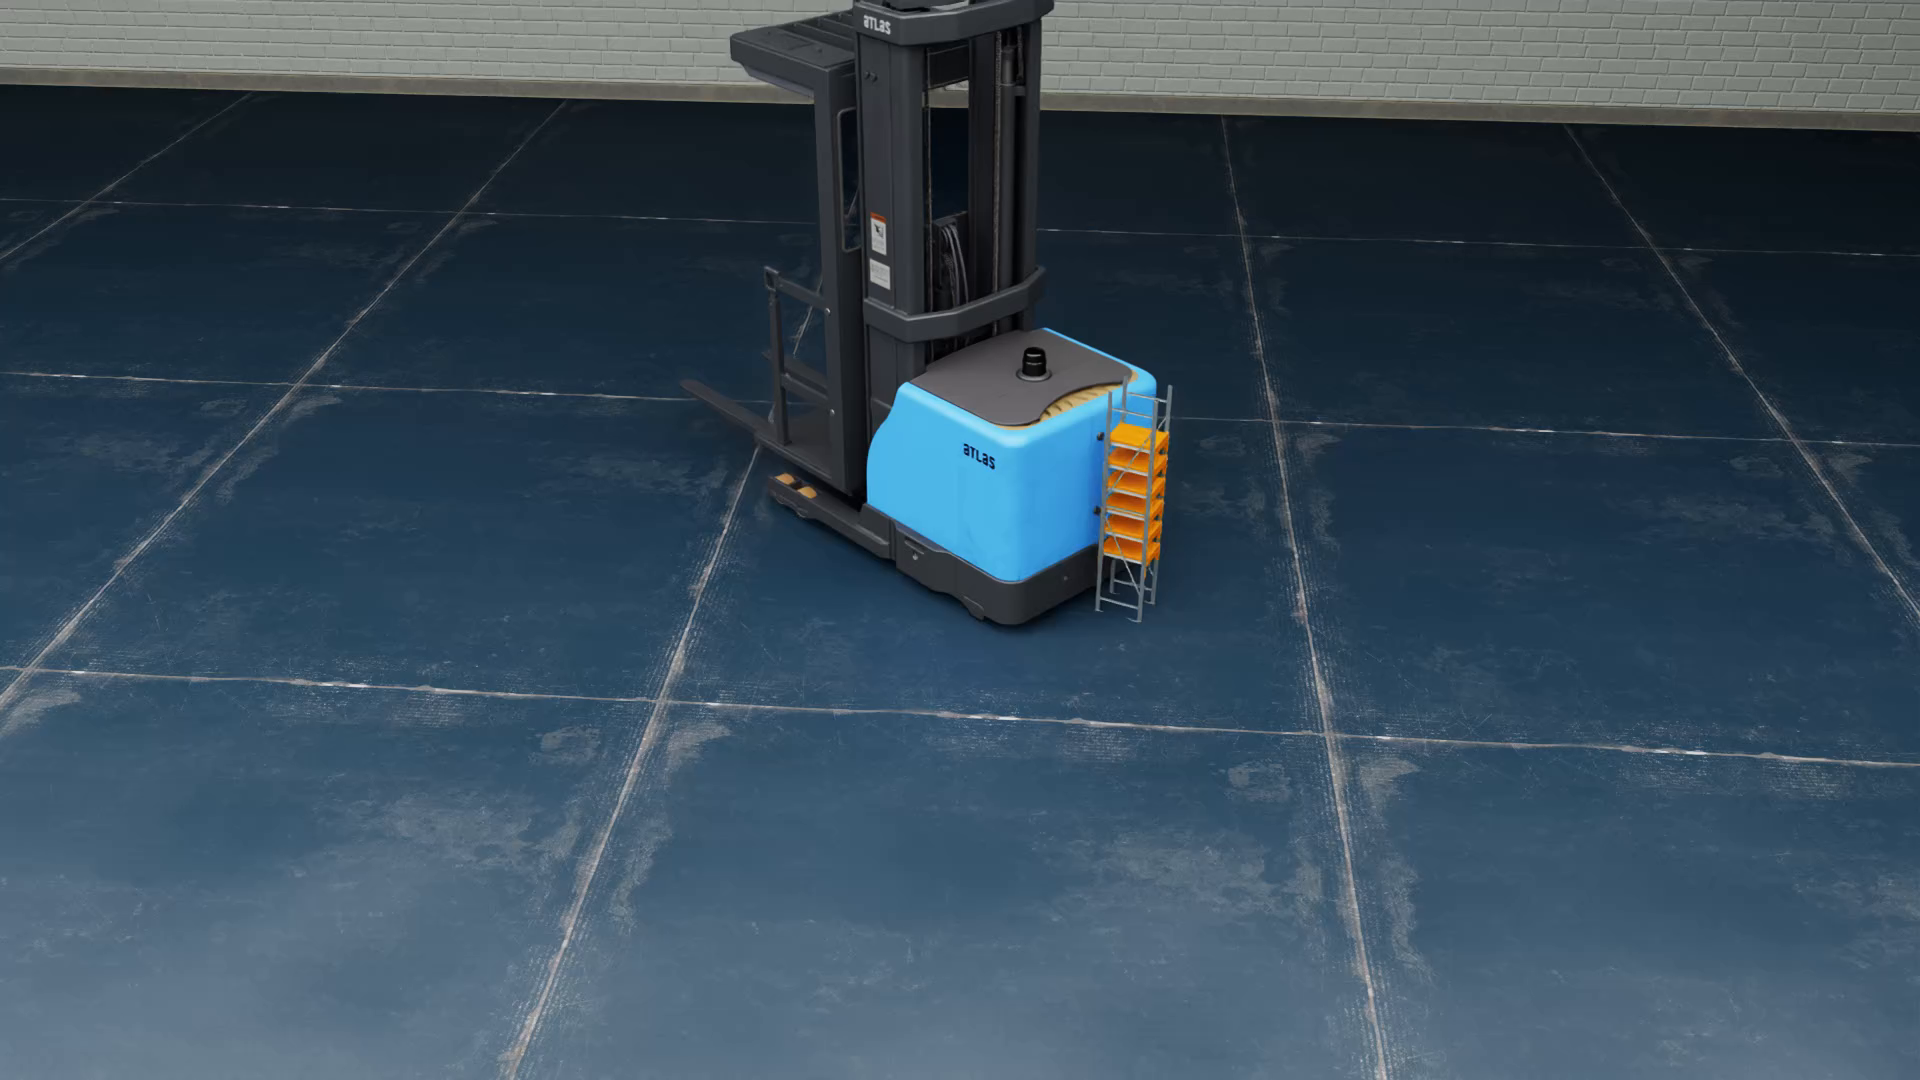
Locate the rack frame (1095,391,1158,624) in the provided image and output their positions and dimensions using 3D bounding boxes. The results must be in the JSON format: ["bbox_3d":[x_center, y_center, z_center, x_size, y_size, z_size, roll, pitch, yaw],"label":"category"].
[{"bbox_3d":[0.778,-0.135,7.821,0.240,1.200,0.006,15,34,22],"label":"rack frame"}]

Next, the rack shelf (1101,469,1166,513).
[{"bbox_3d":[0.819,-0.242,7.852,0.258,0.103,0.180,15,34,22],"label":"rack shelf"}]

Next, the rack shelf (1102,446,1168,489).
[{"bbox_3d":[0.820,-0.345,7.790,0.258,0.103,0.180,15,34,22],"label":"rack shelf"}]

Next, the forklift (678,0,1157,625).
[{"bbox_3d":[-0.400,-1.527,8.434,1.130,2.935,3.031,-26,40,-35],"label":"forklift"}]

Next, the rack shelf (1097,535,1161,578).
[{"bbox_3d":[0.817,0.066,8.039,0.258,0.103,0.180,15,34,22],"label":"rack shelf"}]

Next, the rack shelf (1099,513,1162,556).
[{"bbox_3d":[0.818,-0.037,7.977,0.258,0.103,0.180,15,34,22],"label":"rack shelf"}]

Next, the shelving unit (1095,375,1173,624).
[{"bbox_3d":[0.819,-0.178,7.892,0.258,1.200,0.189,15,34,22],"label":"shelving unit"}]

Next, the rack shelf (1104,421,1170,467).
[{"bbox_3d":[0.821,-0.447,7.728,0.258,0.103,0.180,15,34,22],"label":"rack shelf"}]

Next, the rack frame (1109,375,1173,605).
[{"bbox_3d":[0.860,-0.220,7.962,0.240,1.200,0.006,15,34,22],"label":"rack frame"}]

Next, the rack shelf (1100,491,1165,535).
[{"bbox_3d":[0.819,-0.140,7.915,0.258,0.103,0.180,15,34,22],"label":"rack shelf"}]
